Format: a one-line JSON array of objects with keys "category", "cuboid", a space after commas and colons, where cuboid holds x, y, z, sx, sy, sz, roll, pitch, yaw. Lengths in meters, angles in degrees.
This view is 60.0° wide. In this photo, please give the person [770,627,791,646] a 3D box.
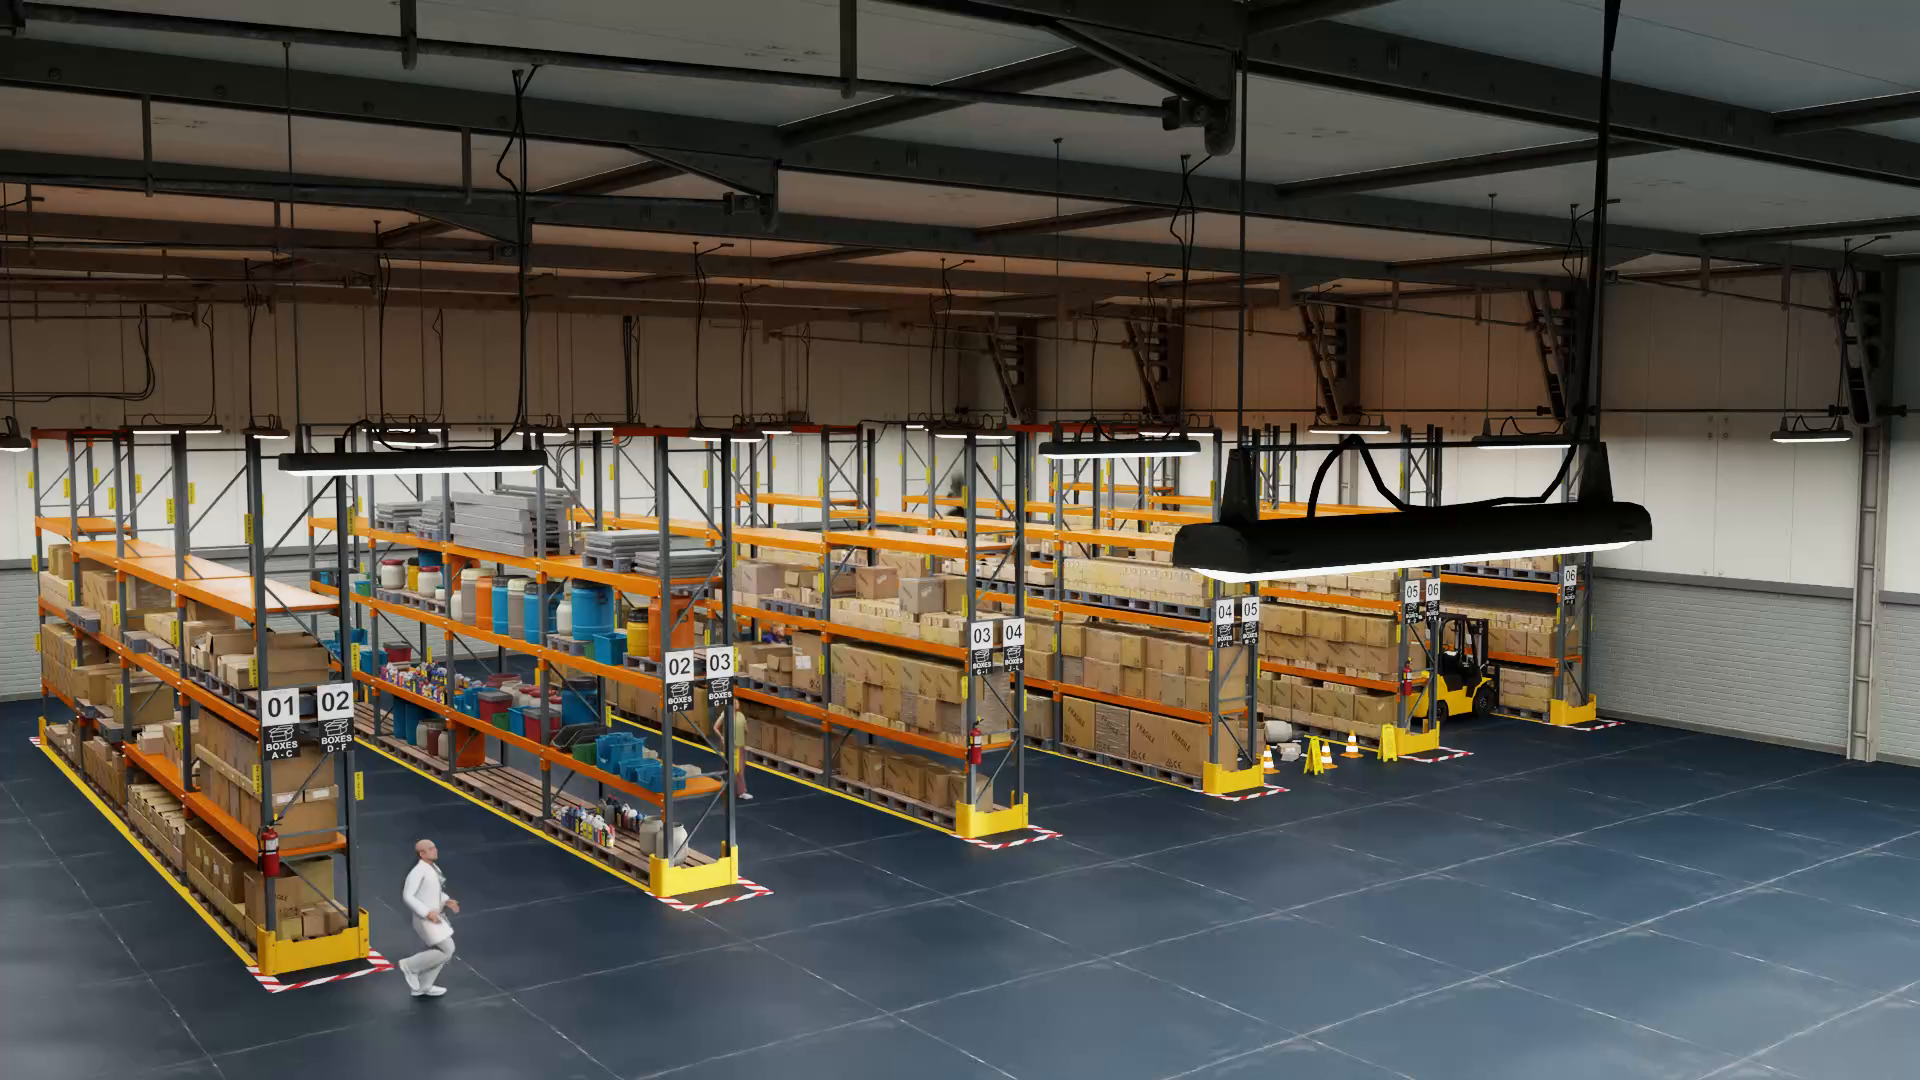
[{"category": "person", "cuboid": [-3.817, 2.697, 35.660, 0.657, 1.672, 0.609, -4, 6, -40]}]

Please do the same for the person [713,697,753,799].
[{"category": "person", "cuboid": [-3.696, 3.368, 27.160, 0.895, 1.643, 0.588, 4, 6, 41]}]

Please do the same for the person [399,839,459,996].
[{"category": "person", "cuboid": [-5.727, 4.072, 17.926, 0.604, 1.708, 0.687, 0, 4, -5]}]

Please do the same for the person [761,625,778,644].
[{"category": "person", "cuboid": [-4.171, 2.660, 36.578, 0.581, 1.655, 1.063, -4, 6, -38]}]
